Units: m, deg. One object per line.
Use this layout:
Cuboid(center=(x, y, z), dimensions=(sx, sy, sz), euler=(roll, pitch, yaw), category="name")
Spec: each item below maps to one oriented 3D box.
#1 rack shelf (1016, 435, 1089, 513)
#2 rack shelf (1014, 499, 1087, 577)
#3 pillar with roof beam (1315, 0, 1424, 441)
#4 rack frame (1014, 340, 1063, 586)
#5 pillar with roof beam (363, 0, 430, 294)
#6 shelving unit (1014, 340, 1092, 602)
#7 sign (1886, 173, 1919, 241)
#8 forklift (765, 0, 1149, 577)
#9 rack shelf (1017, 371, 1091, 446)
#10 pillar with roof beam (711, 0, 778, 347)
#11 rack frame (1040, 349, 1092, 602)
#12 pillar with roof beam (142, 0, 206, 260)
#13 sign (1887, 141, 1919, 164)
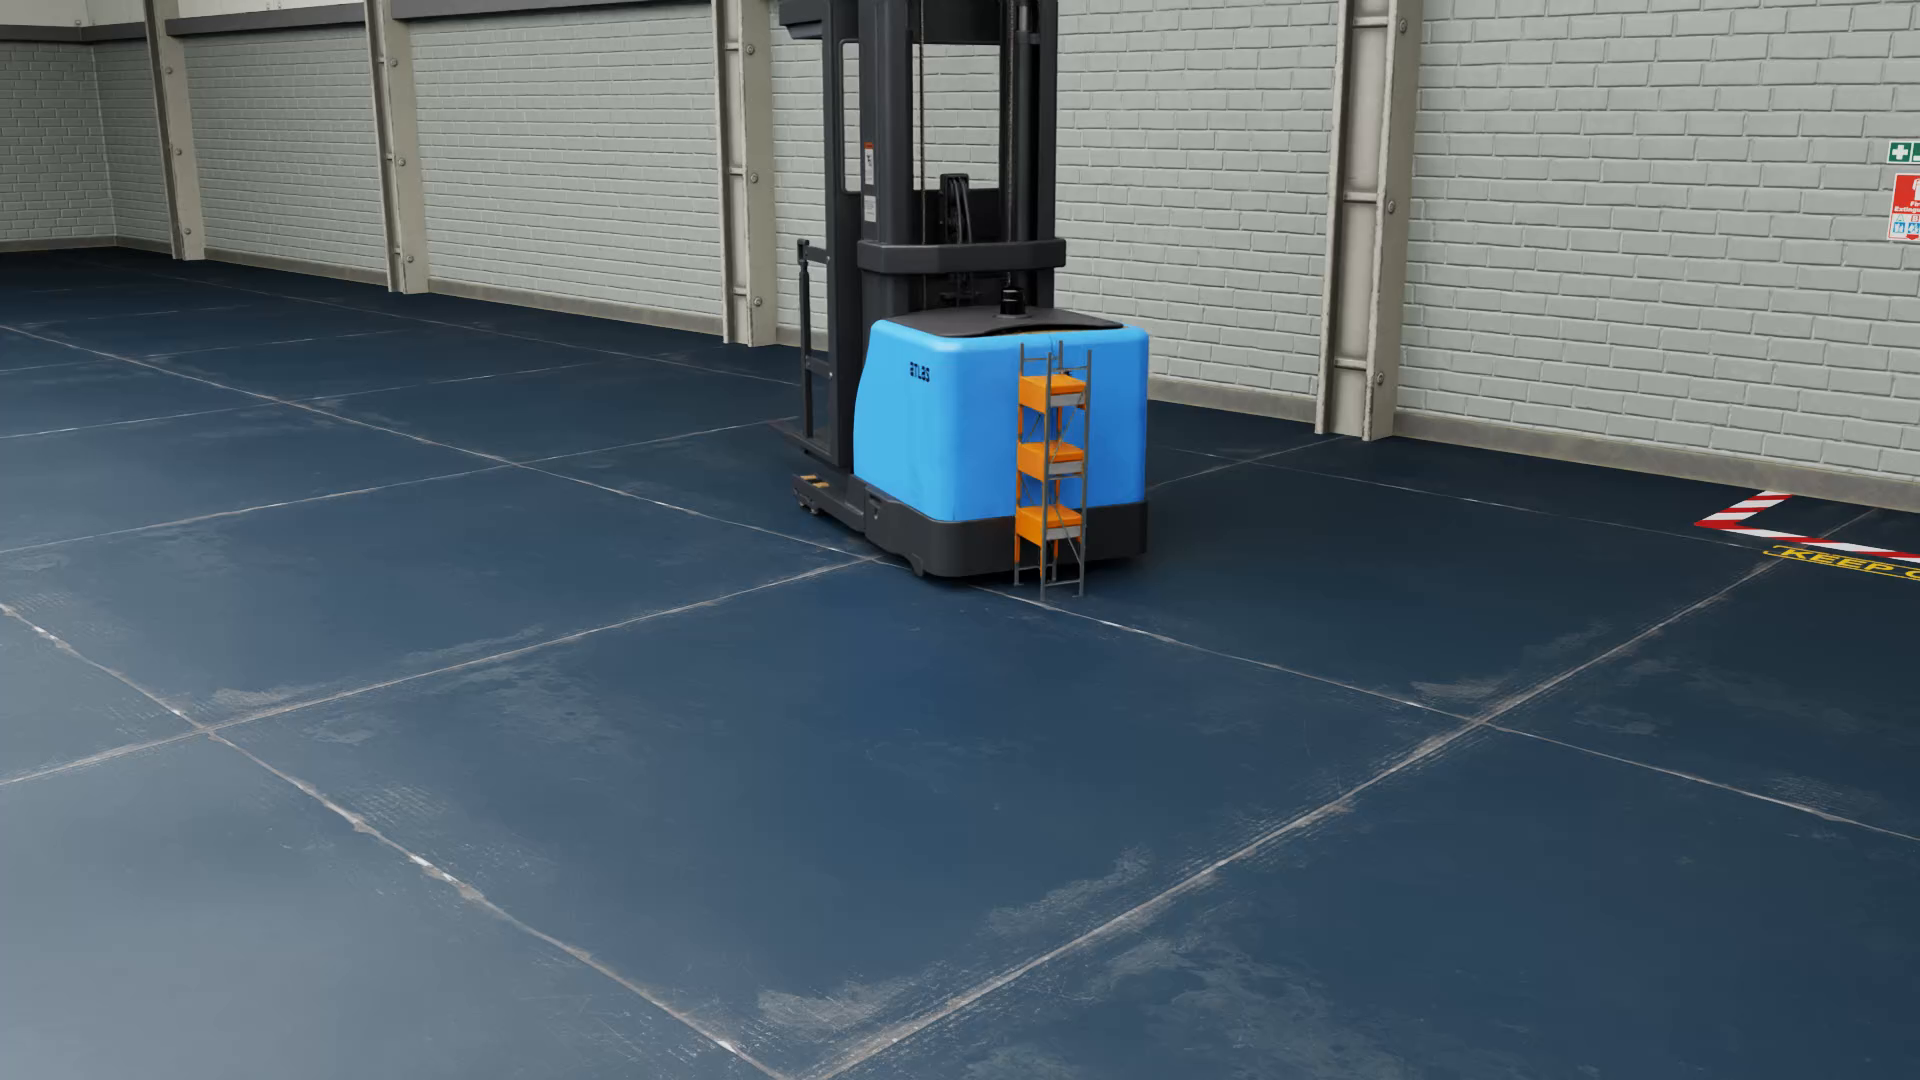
Cuboid(center=(0.383, -0.277, 6.940), dimensions=(0.215, 0.259, 0.240), euler=(-7, 18, -24), category="rack shelf")
Cuboid(center=(0.380, -0.010, 7.017), dimensions=(0.215, 0.259, 0.240), euler=(-7, 18, -24), category="rack shelf")
Cuboid(center=(-0.494, -4.245, 6.378), dimensions=(0.400, 9.000, 9.100), euler=(14, 20, 42), category="pillar with roof beam")
Cuboid(center=(0.332, -0.319, 7.043), dimensions=(0.200, 1.050, 0.008), euler=(-7, 18, -24), category="rack frame")
Cuboid(center=(-9.133, -6.346, 14.438), dimensions=(0.400, 9.000, 9.100), euler=(14, 20, 42), category="pillar with roof beam")
Cuboid(center=(0.383, -0.287, 6.937), dimensions=(0.215, 1.050, 0.252), euler=(-7, 18, -24), category="shelving unit")
Cuboid(center=(4.734, -1.646, 8.229), dimensions=(0.234, 0.329, 0.001), euler=(14, 20, 42), category="sign")
Cuboid(center=(-0.218, -1.585, 8.202), dimensions=(1.130, 2.935, 3.031), euler=(-6, 16, -23), category="forklift")
Cuboid(center=(0.387, -0.550, 6.861), dimensions=(0.215, 0.259, 0.240), euler=(-7, 18, -24), category="rack shelf")
Cuboid(center=(-4.813, -5.295, 10.408), dimensions=(0.400, 9.000, 9.100), euler=(14, 20, 42), category="pillar with roof beam")
Cuboid(center=(0.435, -0.256, 6.831), dimensions=(0.200, 1.050, 0.008), euler=(-7, 18, -24), category="rack frame")
Cuboid(center=(-13.452, -7.396, 18.468), dimensions=(0.400, 9.000, 9.100), euler=(14, 20, 42), category="pillar with roof beam")
Cuboid(center=(4.731, -1.900, 8.153), dimensions=(0.331, 0.109, 0.001), euler=(14, 20, 42), category="sign")
